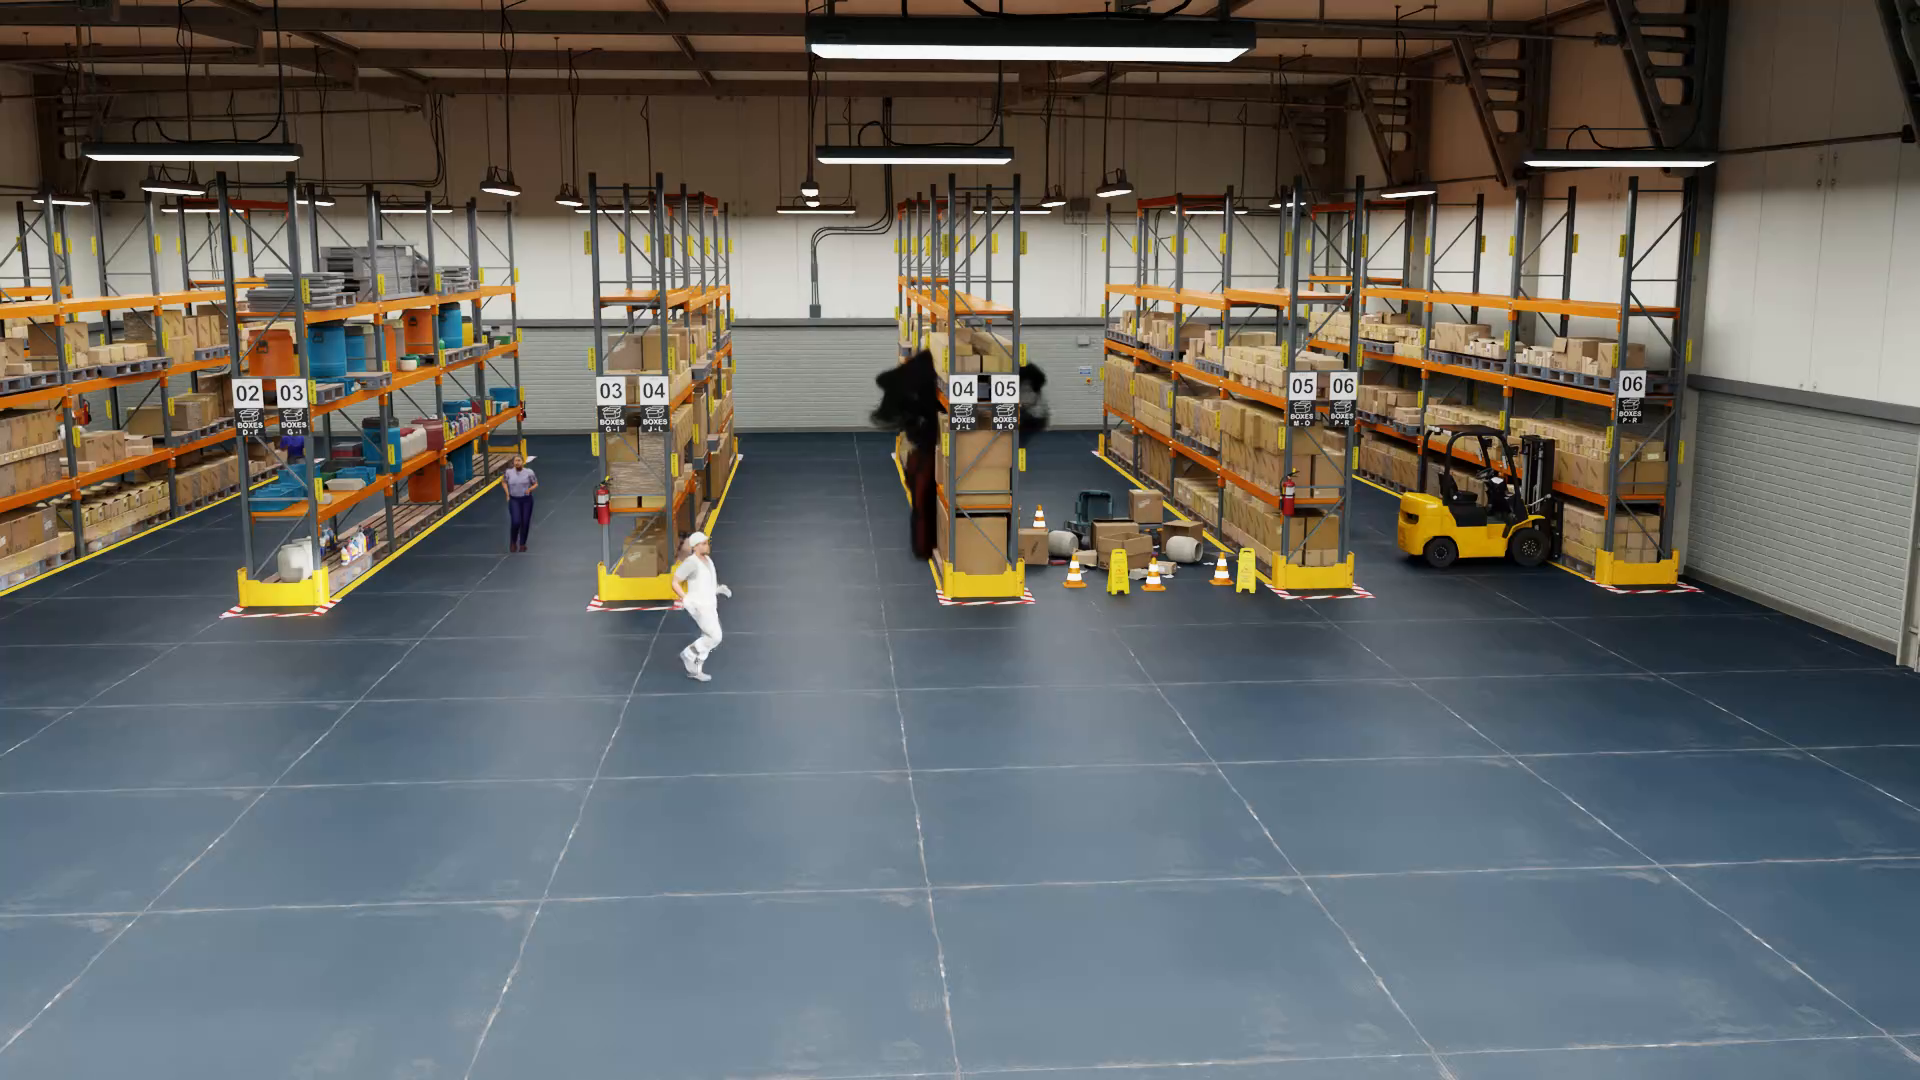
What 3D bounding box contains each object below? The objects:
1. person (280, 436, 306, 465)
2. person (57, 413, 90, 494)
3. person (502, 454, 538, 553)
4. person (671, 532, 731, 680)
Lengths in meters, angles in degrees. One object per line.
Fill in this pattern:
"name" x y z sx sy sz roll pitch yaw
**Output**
"person" -13.036 -1.538 32.719 0.558 1.590 0.868 -1 10 -8
"person" -17.718 -1.705 33.301 0.658 1.783 0.950 -2 10 -11
"person" -7.240 -0.596 27.432 0.581 1.638 0.637 -3 10 -17
"person" -2.950 0.776 19.286 0.575 1.748 0.655 3 11 19
